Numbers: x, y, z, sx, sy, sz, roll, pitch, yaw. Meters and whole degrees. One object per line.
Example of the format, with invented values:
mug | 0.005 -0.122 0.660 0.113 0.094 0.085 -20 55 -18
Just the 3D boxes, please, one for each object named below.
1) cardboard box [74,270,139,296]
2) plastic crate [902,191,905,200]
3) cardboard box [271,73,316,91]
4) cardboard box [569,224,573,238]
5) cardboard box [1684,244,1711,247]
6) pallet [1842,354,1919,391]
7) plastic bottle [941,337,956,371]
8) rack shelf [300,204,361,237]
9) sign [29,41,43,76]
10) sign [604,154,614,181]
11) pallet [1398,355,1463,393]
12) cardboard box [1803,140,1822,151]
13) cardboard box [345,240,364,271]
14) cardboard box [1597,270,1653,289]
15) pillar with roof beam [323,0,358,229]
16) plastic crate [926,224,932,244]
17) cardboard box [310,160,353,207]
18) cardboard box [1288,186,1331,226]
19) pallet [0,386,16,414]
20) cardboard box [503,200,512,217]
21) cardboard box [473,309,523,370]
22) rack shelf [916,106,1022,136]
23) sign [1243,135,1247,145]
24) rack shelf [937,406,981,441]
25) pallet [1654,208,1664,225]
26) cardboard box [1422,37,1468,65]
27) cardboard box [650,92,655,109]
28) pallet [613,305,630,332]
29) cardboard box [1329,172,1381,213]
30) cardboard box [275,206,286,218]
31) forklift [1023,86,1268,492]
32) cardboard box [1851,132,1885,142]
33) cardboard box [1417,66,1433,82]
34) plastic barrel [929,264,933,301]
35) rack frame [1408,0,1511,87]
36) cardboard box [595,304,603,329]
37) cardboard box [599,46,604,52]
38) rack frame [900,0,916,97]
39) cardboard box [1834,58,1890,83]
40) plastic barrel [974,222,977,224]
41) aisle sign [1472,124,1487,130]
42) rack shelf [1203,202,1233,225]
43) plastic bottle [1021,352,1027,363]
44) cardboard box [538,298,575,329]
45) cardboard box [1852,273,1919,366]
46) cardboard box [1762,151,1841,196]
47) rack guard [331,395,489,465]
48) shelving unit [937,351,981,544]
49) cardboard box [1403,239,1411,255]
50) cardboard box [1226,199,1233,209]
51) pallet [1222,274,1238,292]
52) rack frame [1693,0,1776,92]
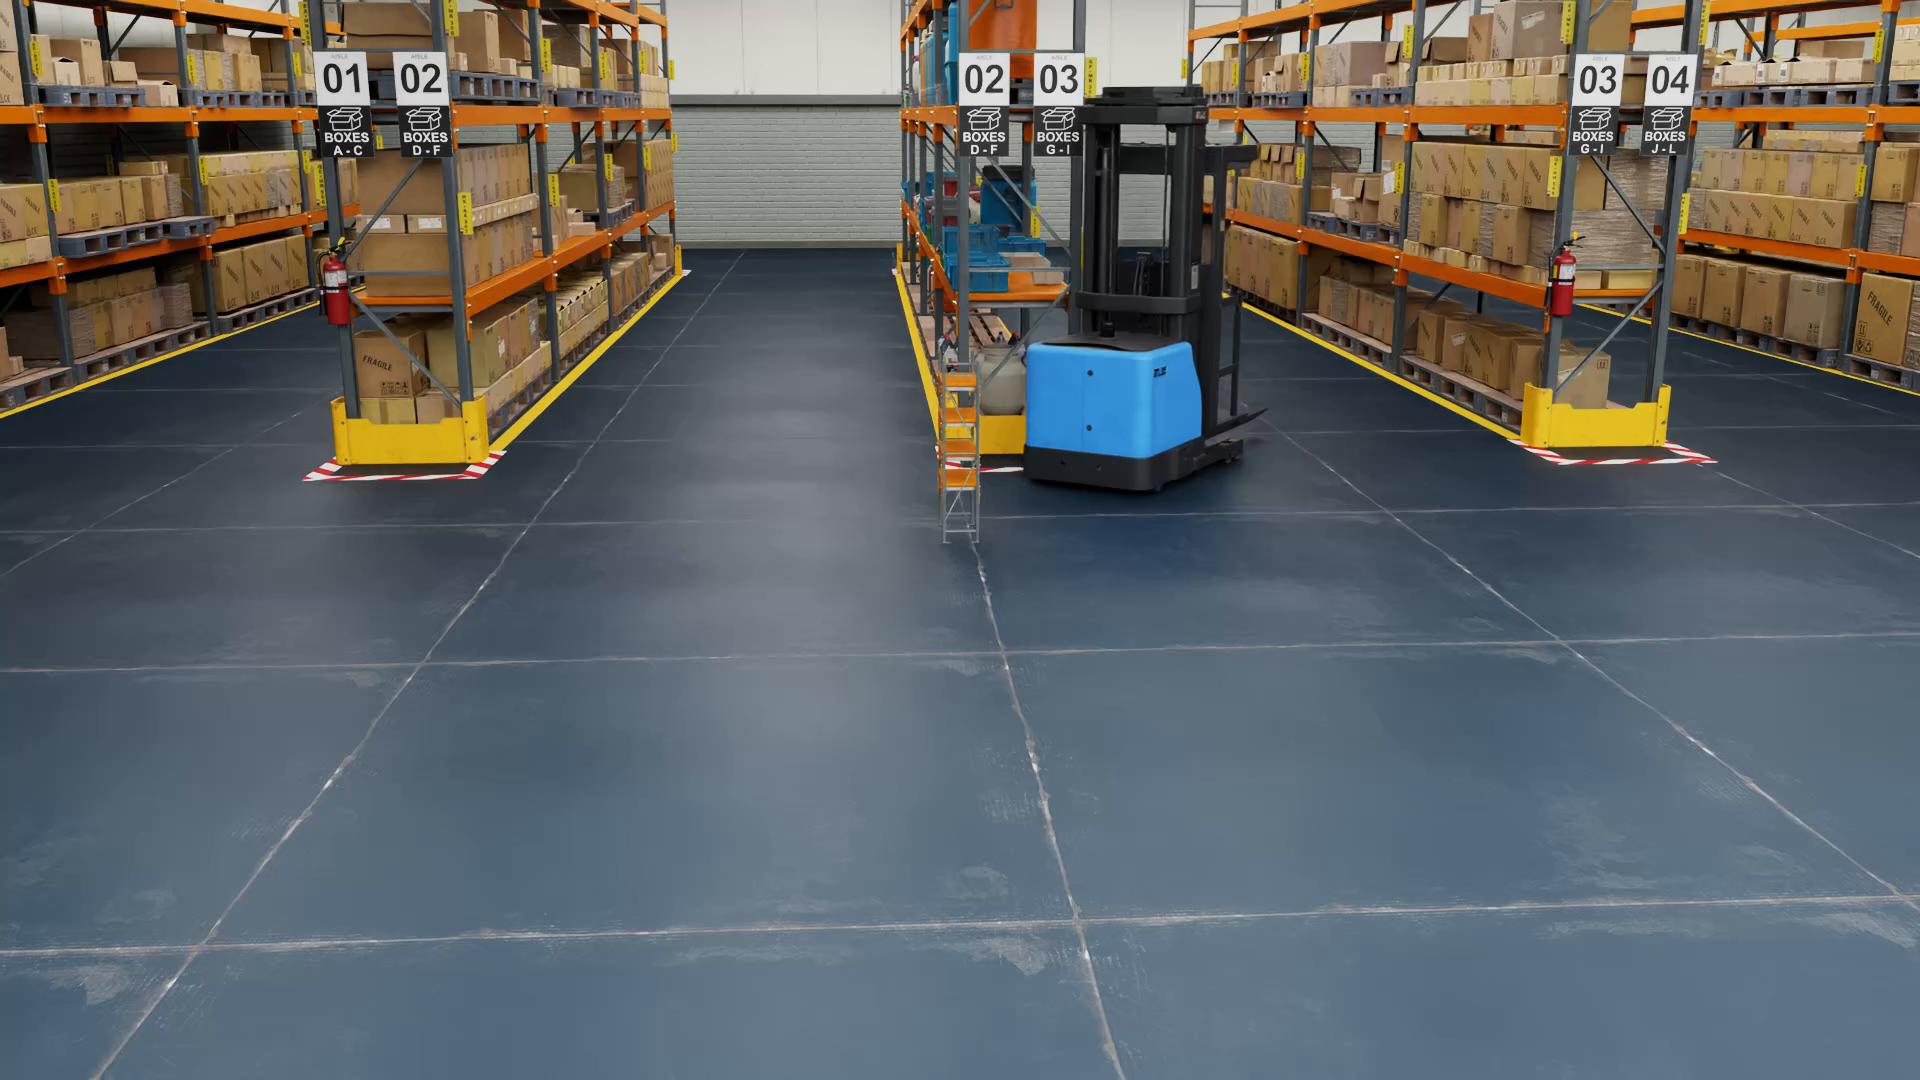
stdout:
cardboard box | -9.795 -2.944 19.078 0.500 0.250 0.500 -1 14 -4
plastic crate | -0.843 -5.755 27.783 0.250 0.136 0.298 -1 14 -3
cardboard box | -9.928 -6.830 24.790 0.500 0.250 0.500 -1 14 -4
cardboard box | -4.822 -3.667 19.762 0.380 0.149 0.250 0 14 1
cardboard box | 10.055 -3.966 23.088 0.500 0.250 0.500 -1 14 -4
pallet | 10.104 -1.773 17.492 1.003 0.211 1.213 -1 14 -3
plastic bottle | -0.118 -1.862 16.675 0.144 0.351 0.185 -1 15 -6
rack shelf | -10.273 -5.171 26.549 1.077 0.370 4.000 -1 14 -3
sign | -9.112 -4.746 16.395 0.100 0.325 0.005 -1 14 -3
sign | -4.403 -4.675 20.853 0.100 0.325 0.005 -1 14 -3
pallet | 5.255 -1.745 17.385 1.003 0.211 1.213 -1 14 -3
cardboard box | 14.205 -6.303 27.297 0.500 0.500 0.500 -1 14 -3
cardboard box | -10.222 -4.713 27.497 0.700 0.500 0.500 -1 14 -4
cardboard box | 5.646 -2.220 14.139 0.380 0.149 0.250 -1 14 -3
pillar with roof beam | -7.130 -9.647 30.461 9.100 9.000 0.400 -1 14 -3
plastic crate | -0.155 -3.512 19.080 0.450 0.188 0.662 -1 14 -3
cardboard box | -10.261 -5.665 26.422 0.980 0.700 0.700 -2 15 -6
cardboard box | 4.653 -4.424 22.001 0.500 0.500 0.500 0 14 -2
pallet | -9.498 -1.212 15.311 1.003 0.211 1.213 -1 14 -3
cardboard box | -4.401 -3.092 15.523 0.380 0.149 0.250 0 14 -2
cardboard box | -4.363 -1.860 15.406 0.500 0.500 0.500 -1 14 -3
rack shelf | 0.111 -4.787 19.037 1.077 0.370 4.000 -1 14 -3
sign | 4.977 -6.927 29.129 0.100 0.325 0.005 -1 14 -3
rack shelf | -0.010 -0.774 10.998 0.258 0.148 0.480 -1 14 -3
pallet | 9.737 -4.391 22.457 1.213 0.211 1.003 -1 14 -3
cardboard box | 5.248 -5.087 17.706 0.797 0.503 0.637 -2 15 -6
cardboard box | -5.044 -6.853 25.923 0.500 0.250 0.500 -1 14 -3
pallet | -4.966 -2.941 22.032 1.003 0.211 1.213 -1 14 -3
cardboard box | 5.004 -4.375 20.967 0.500 0.500 0.500 -3 15 -10
cardboard box | -9.760 -4.638 23.497 0.380 0.149 0.250 -1 14 -3
forklift | 1.664 -2.090 13.267 1.130 2.935 3.031 8 17 29
cardboard box | 14.237 -6.323 26.073 0.380 0.149 0.250 -1 14 -5
cardboard box | 4.891 -4.750 16.947 0.380 0.149 0.250 -1 14 -5
plastic barrel | -0.130 -3.618 23.066 0.600 0.588 0.708 -1 14 -3
rack frame | 5.178 -6.167 16.937 1.000 3.000 0.127 -1 14 -3
cardboard box | -4.645 -2.721 20.259 0.500 0.250 0.500 -1 14 -4
cardboard box | -5.162 -6.394 22.595 0.600 0.600 0.600 -1 15 -6
rack frame | -0.509 -9.075 28.239 1.000 3.000 0.127 -1 14 -3
cardboard box | 9.932 -5.119 18.138 0.500 0.250 0.500 -1 14 -3
plastic barrel | 0.306 -3.450 18.693 0.301 0.262 0.301 0 14 0
aisle sign | 9.088 -7.570 29.212 0.394 0.787 0.004 -1 14 -3
rack shelf | 4.559 -5.401 27.440 1.077 0.370 4.000 -1 14 -3
plastic bottle | 0.641 -1.699 16.201 0.097 0.271 0.097 0 14 0
cardboard box | -4.512 -2.485 18.213 0.500 0.311 0.500 -1 14 -4
cardboard box | 10.104 -2.330 17.485 0.875 0.875 0.875 -1 14 -3
cardboard box | 10.004 -4.349 19.701 0.700 0.500 0.500 -1 14 -4
rack guard | -4.460 -0.899 13.516 1.175 0.500 0.348 -1 14 -3
shelving unit | -0.010 -0.622 11.037 0.258 1.200 0.503 -1 14 -3
cardboard box | 4.891 -3.082 17.490 0.380 0.149 0.250 -1 14 -3
cardboard box | 4.337 -5.201 25.724 0.380 0.149 0.250 -1 14 -3
pallet | 4.714 -4.091 26.505 1.003 0.211 1.213 -1 14 -3
rack frame | 9.887 -7.214 21.003 1.000 3.000 0.127 -1 14 -3
